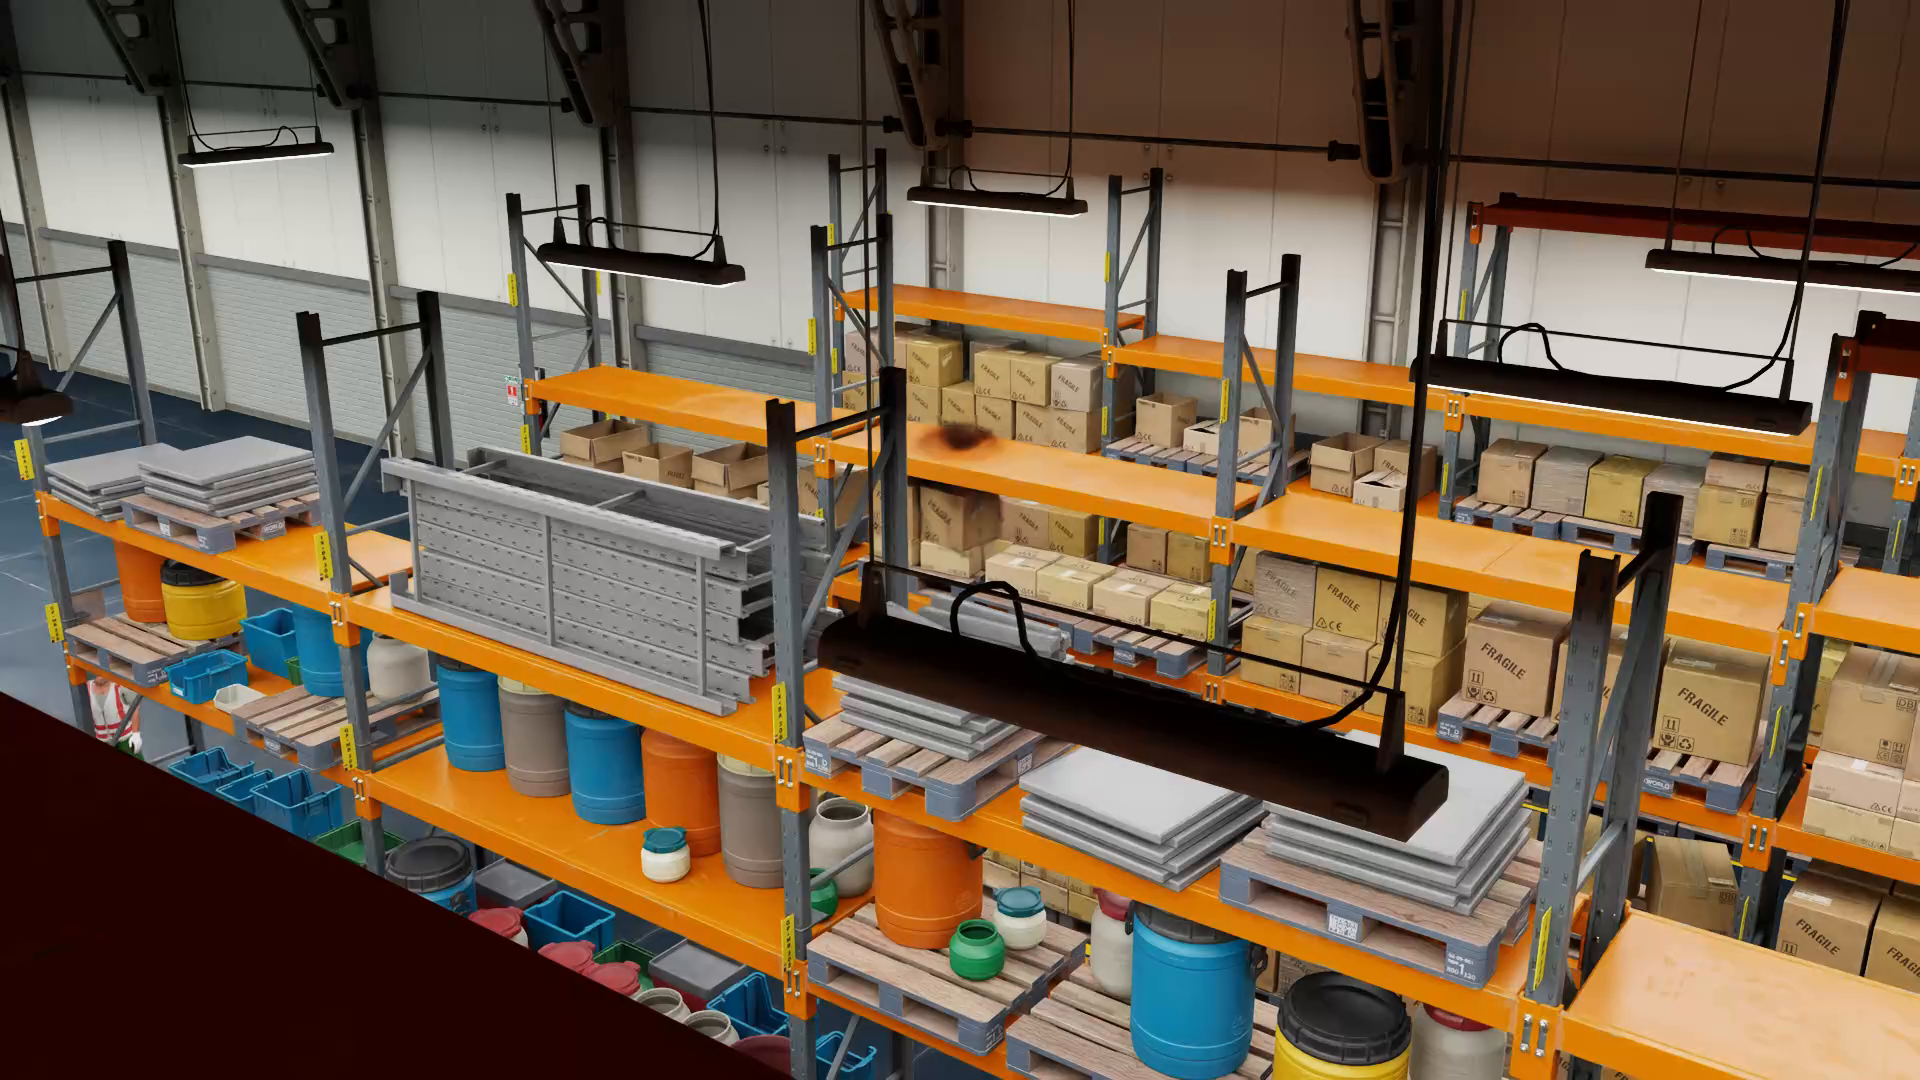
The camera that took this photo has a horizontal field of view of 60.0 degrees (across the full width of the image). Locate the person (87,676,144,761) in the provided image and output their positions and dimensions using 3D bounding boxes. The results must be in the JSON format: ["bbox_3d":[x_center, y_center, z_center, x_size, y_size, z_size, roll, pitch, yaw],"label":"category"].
[{"bbox_3d":[-8.362,1.978,16.381,0.577,1.798,0.452,-3,19,-8],"label":"person"}]
